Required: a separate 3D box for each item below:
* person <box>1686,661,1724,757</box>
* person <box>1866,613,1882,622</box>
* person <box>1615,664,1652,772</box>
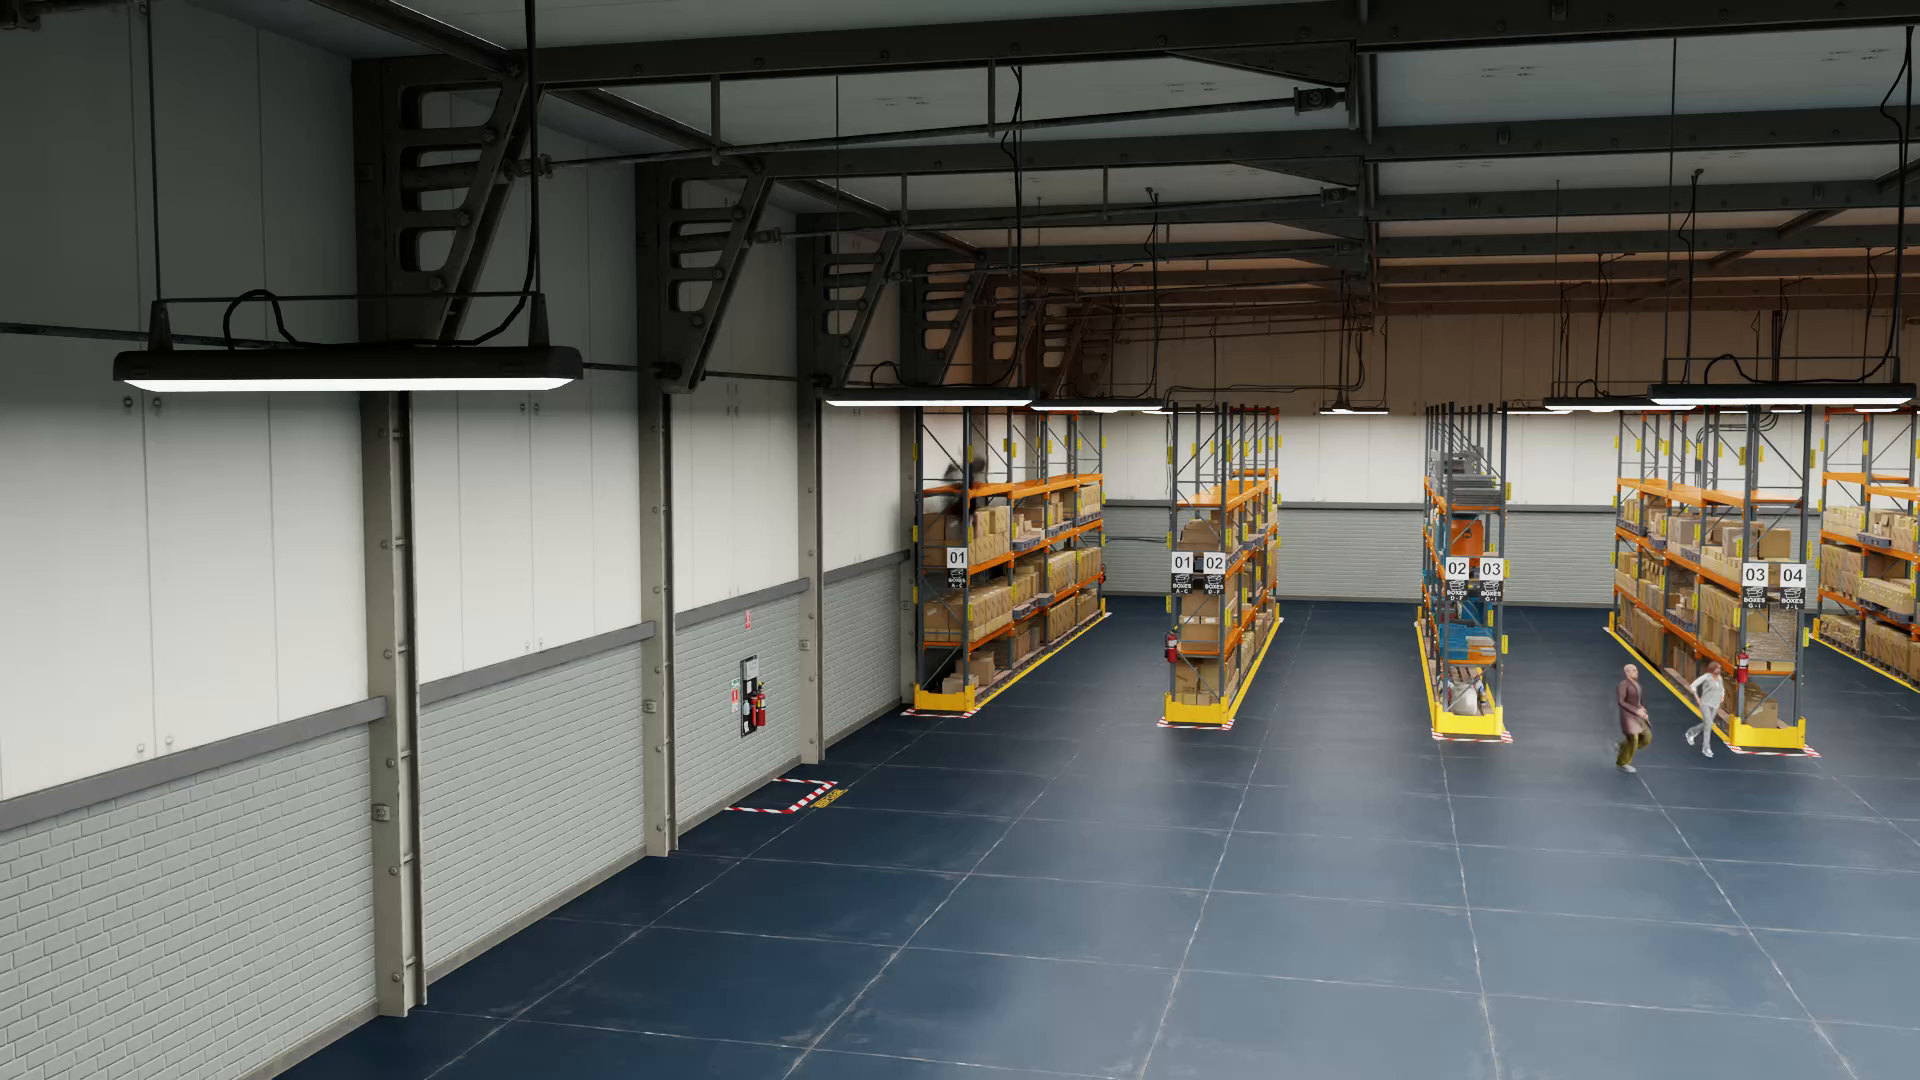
[{"bbox_3d":[12.778,2.897,28.416,0.578,1.485,0.795,-1,4,-16],"label":"person"},{"bbox_3d":[24.220,1.603,44.078,0.653,1.737,0.712,2,5,22],"label":"person"},{"bbox_3d":[10.880,2.875,26.886,0.714,1.744,0.629,-4,6,-41],"label":"person"}]
